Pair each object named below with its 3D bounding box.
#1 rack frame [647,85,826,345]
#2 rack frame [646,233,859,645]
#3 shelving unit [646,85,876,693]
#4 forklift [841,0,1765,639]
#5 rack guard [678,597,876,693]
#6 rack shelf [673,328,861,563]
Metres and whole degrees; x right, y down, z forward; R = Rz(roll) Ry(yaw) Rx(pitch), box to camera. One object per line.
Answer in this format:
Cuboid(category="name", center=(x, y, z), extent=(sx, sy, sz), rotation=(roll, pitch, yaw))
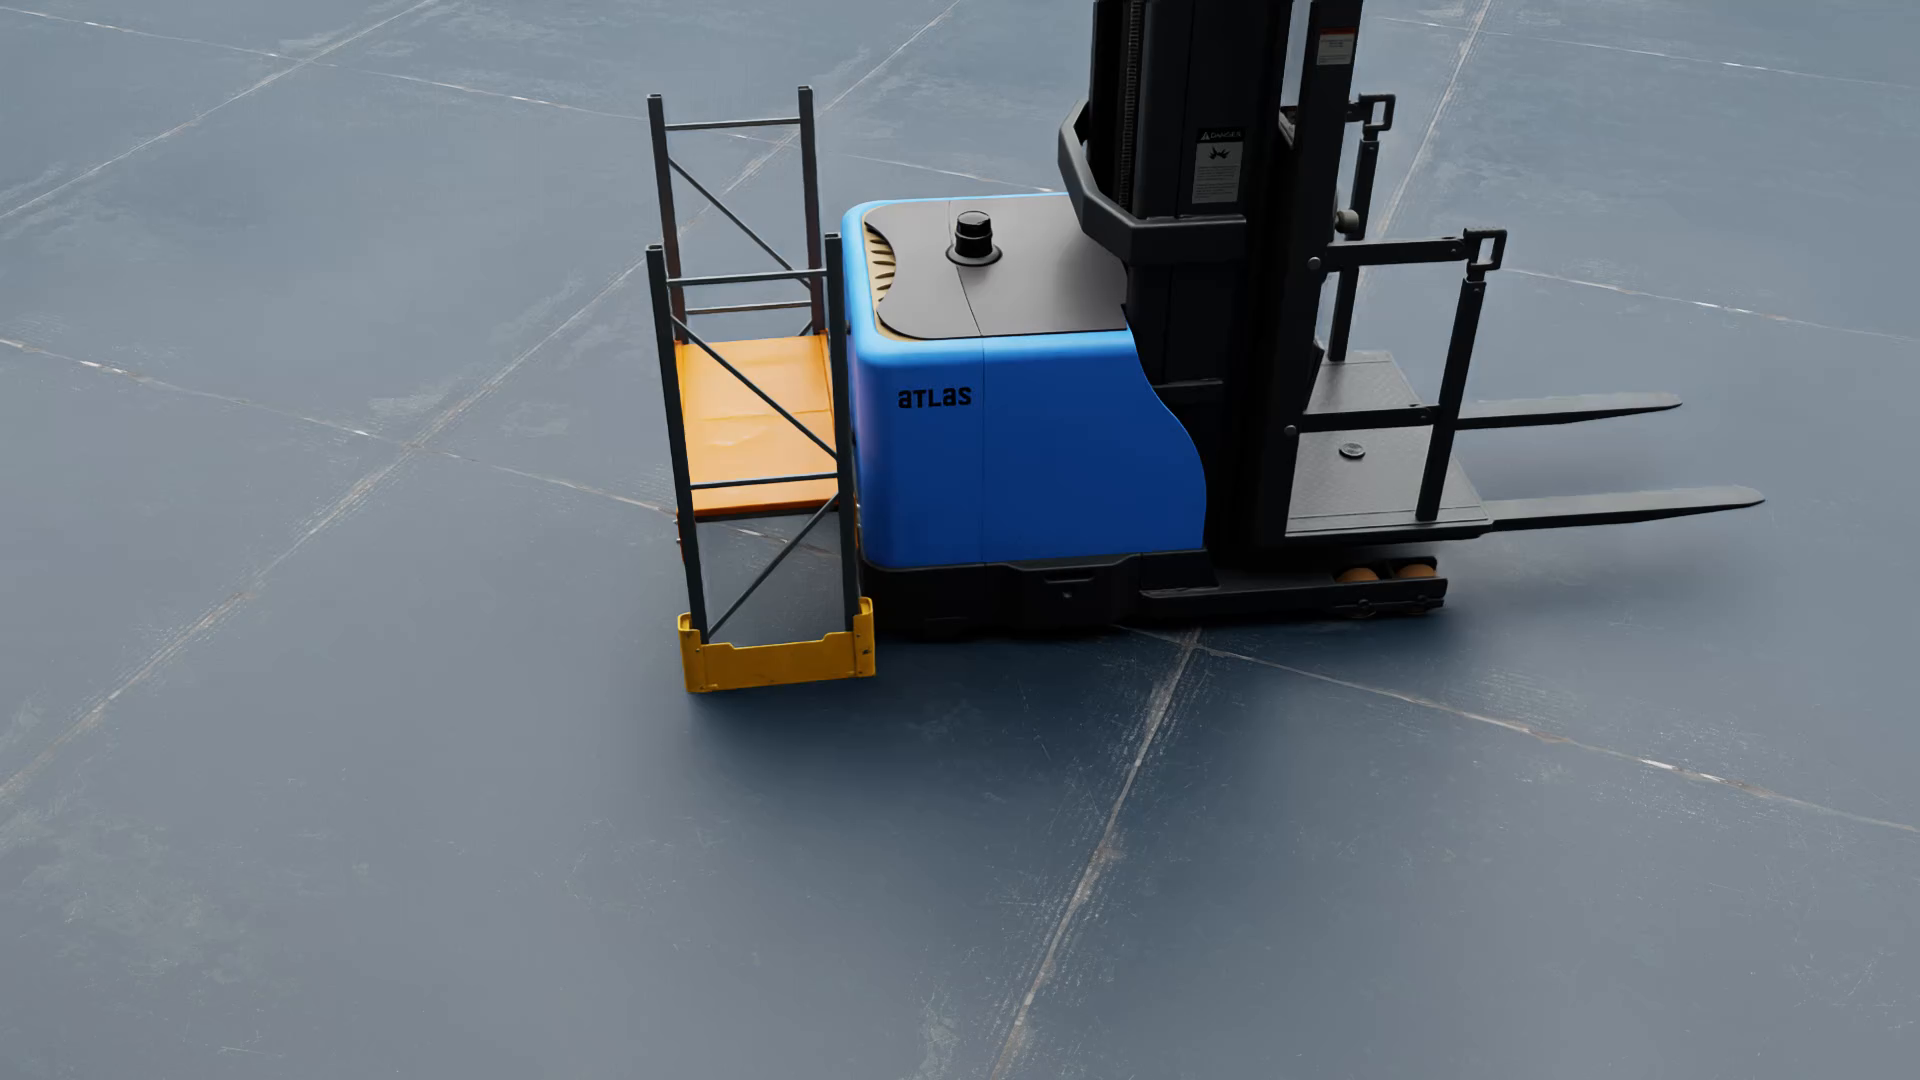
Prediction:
Cuboid(category="rack frame", center=(-0.702, -0.768, 5.524), extent=(0.500, 1.500, 0.032), rotation=(-5, 37, -7))
Cuboid(category="rack frame", center=(-0.555, -0.166, 4.719), extent=(0.500, 1.500, 0.032), rotation=(-5, 37, -7))
Cuboid(category="shelving unit", center=(-0.629, -0.472, 5.129), extent=(0.587, 1.500, 1.083), rotation=(-5, 37, -7))
Cuboid(category="forklift", center=(1.152, -1.231, 4.948), extent=(3.031, 2.935, 1.130), rotation=(-4, 37, -5))
Cuboid(category="rack guard", center=(-0.557, 0.324, 5.108), extent=(0.587, 0.250, 0.087), rotation=(-5, 37, -7))
Cuboid(category="rack shelf", center=(-0.628, -0.323, 5.229), extent=(0.538, 0.185, 1.000), rotation=(-5, 37, -7))
